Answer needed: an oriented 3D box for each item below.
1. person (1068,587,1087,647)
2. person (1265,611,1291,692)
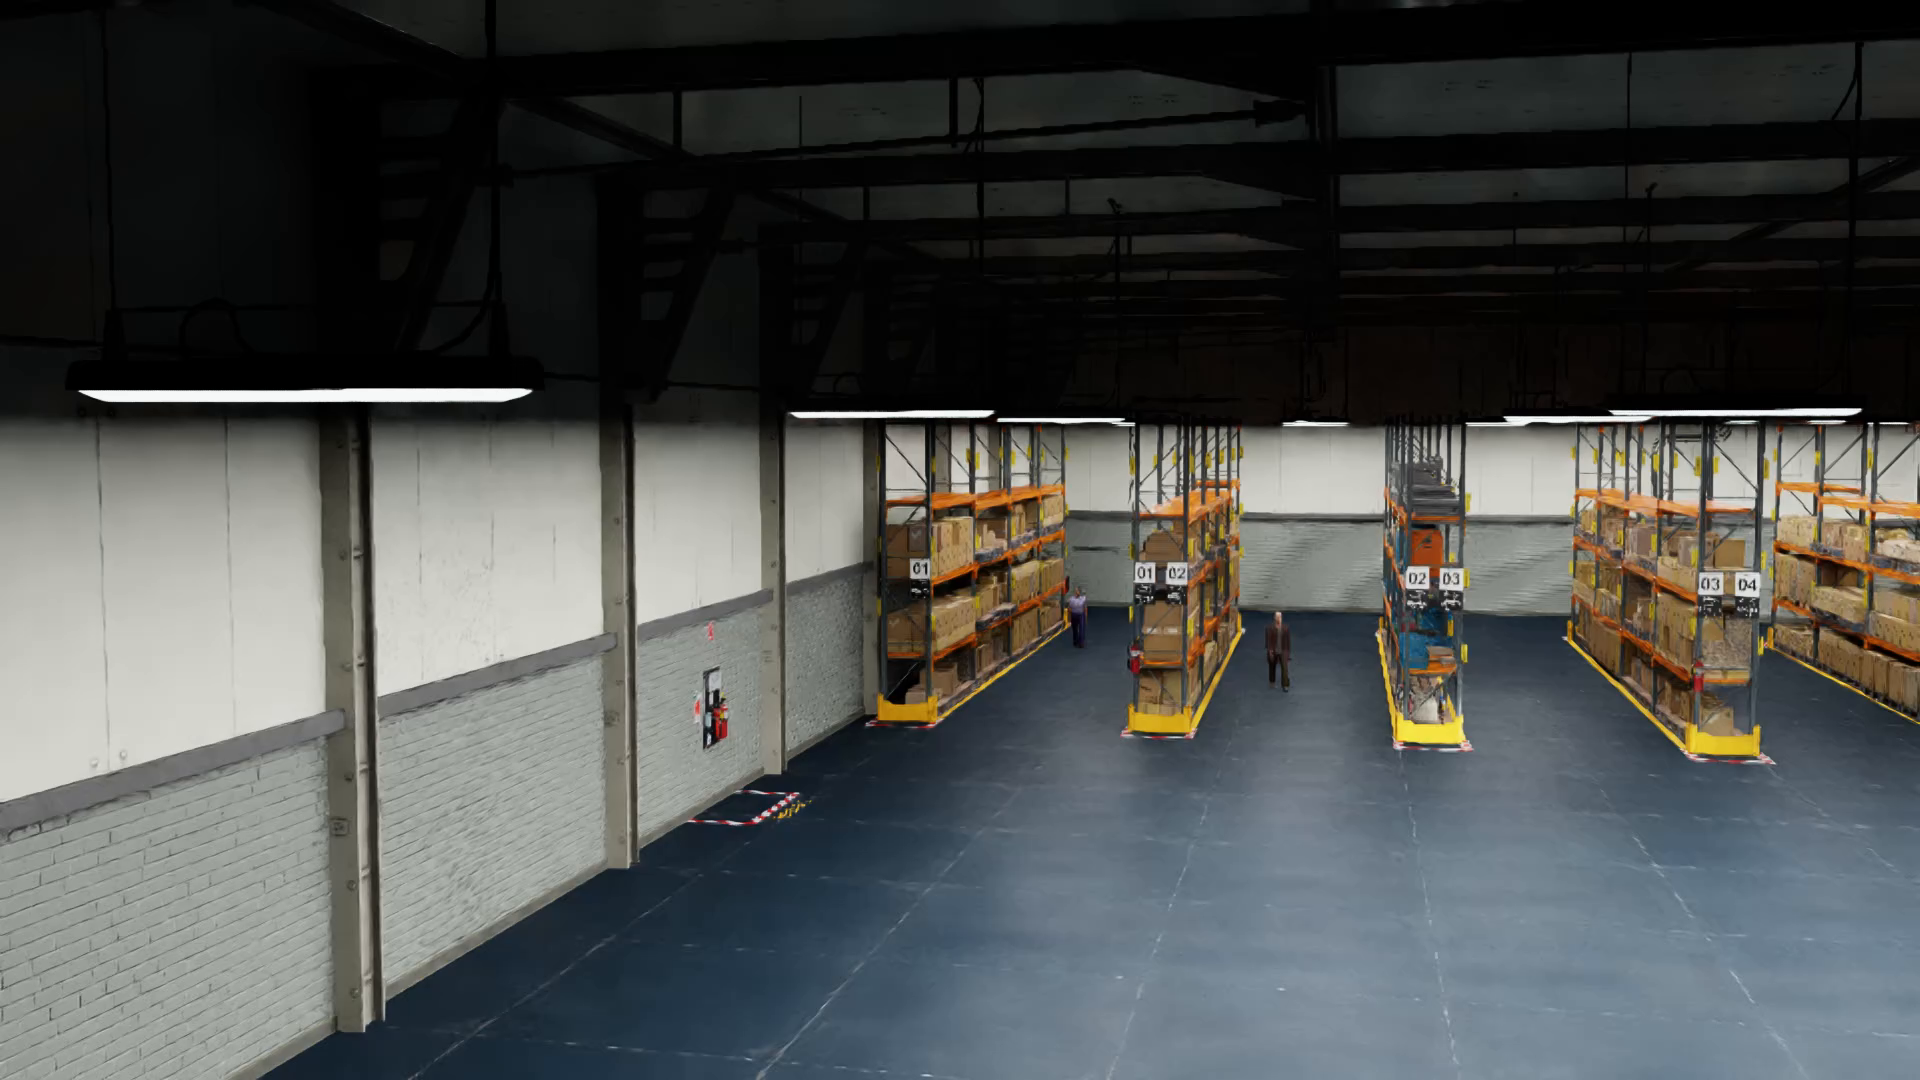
[{"bbox_3d":[3.057,1.989,43.399,0.482,1.565,1.090,1,4,11],"label":"person"},{"bbox_3d":[6.901,2.404,36.128,0.580,1.715,1.102,0,4,5],"label":"person"}]
